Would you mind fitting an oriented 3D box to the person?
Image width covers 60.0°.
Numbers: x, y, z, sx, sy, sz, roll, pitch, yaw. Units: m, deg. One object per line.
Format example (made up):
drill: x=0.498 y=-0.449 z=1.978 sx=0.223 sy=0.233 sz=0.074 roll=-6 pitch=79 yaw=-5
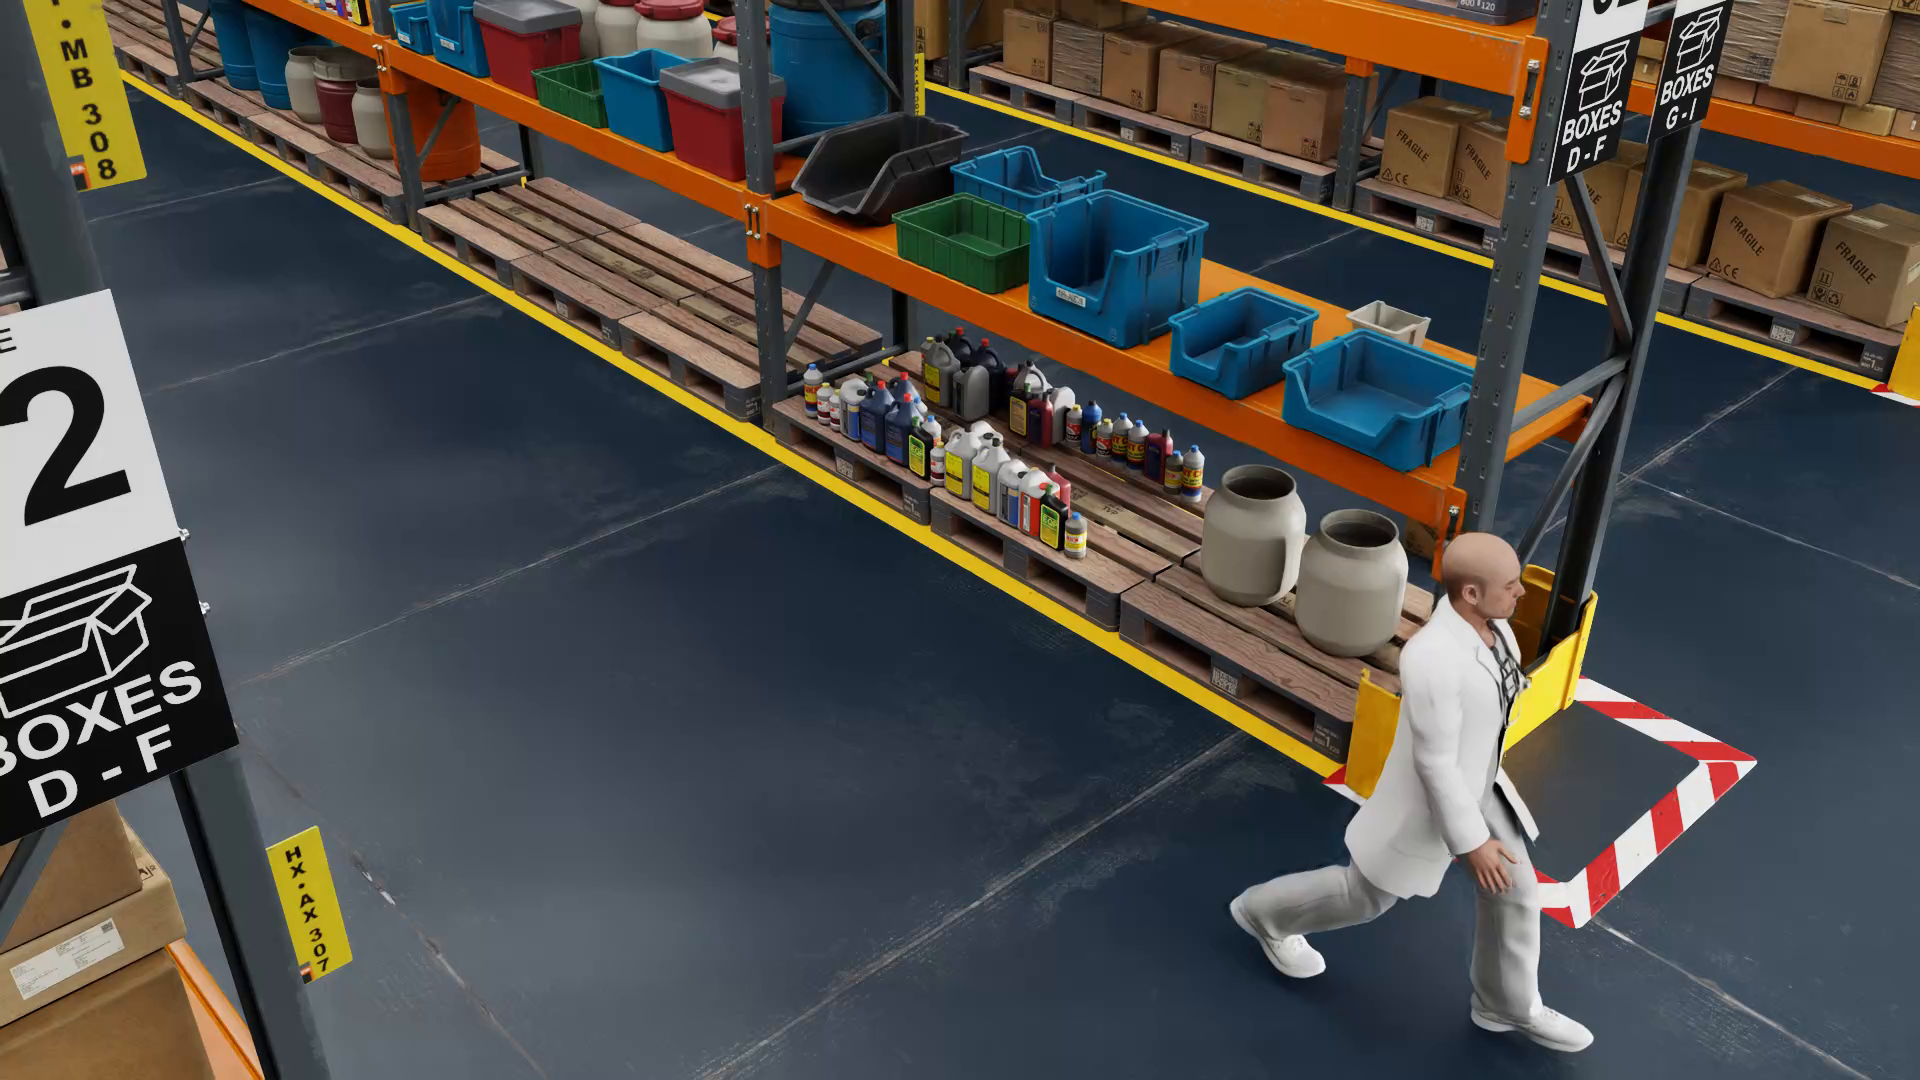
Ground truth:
person: x=1.432 y=0.736 z=4.947 sx=1.150 sy=1.722 sz=0.580 roll=22 pitch=38 yaw=32
